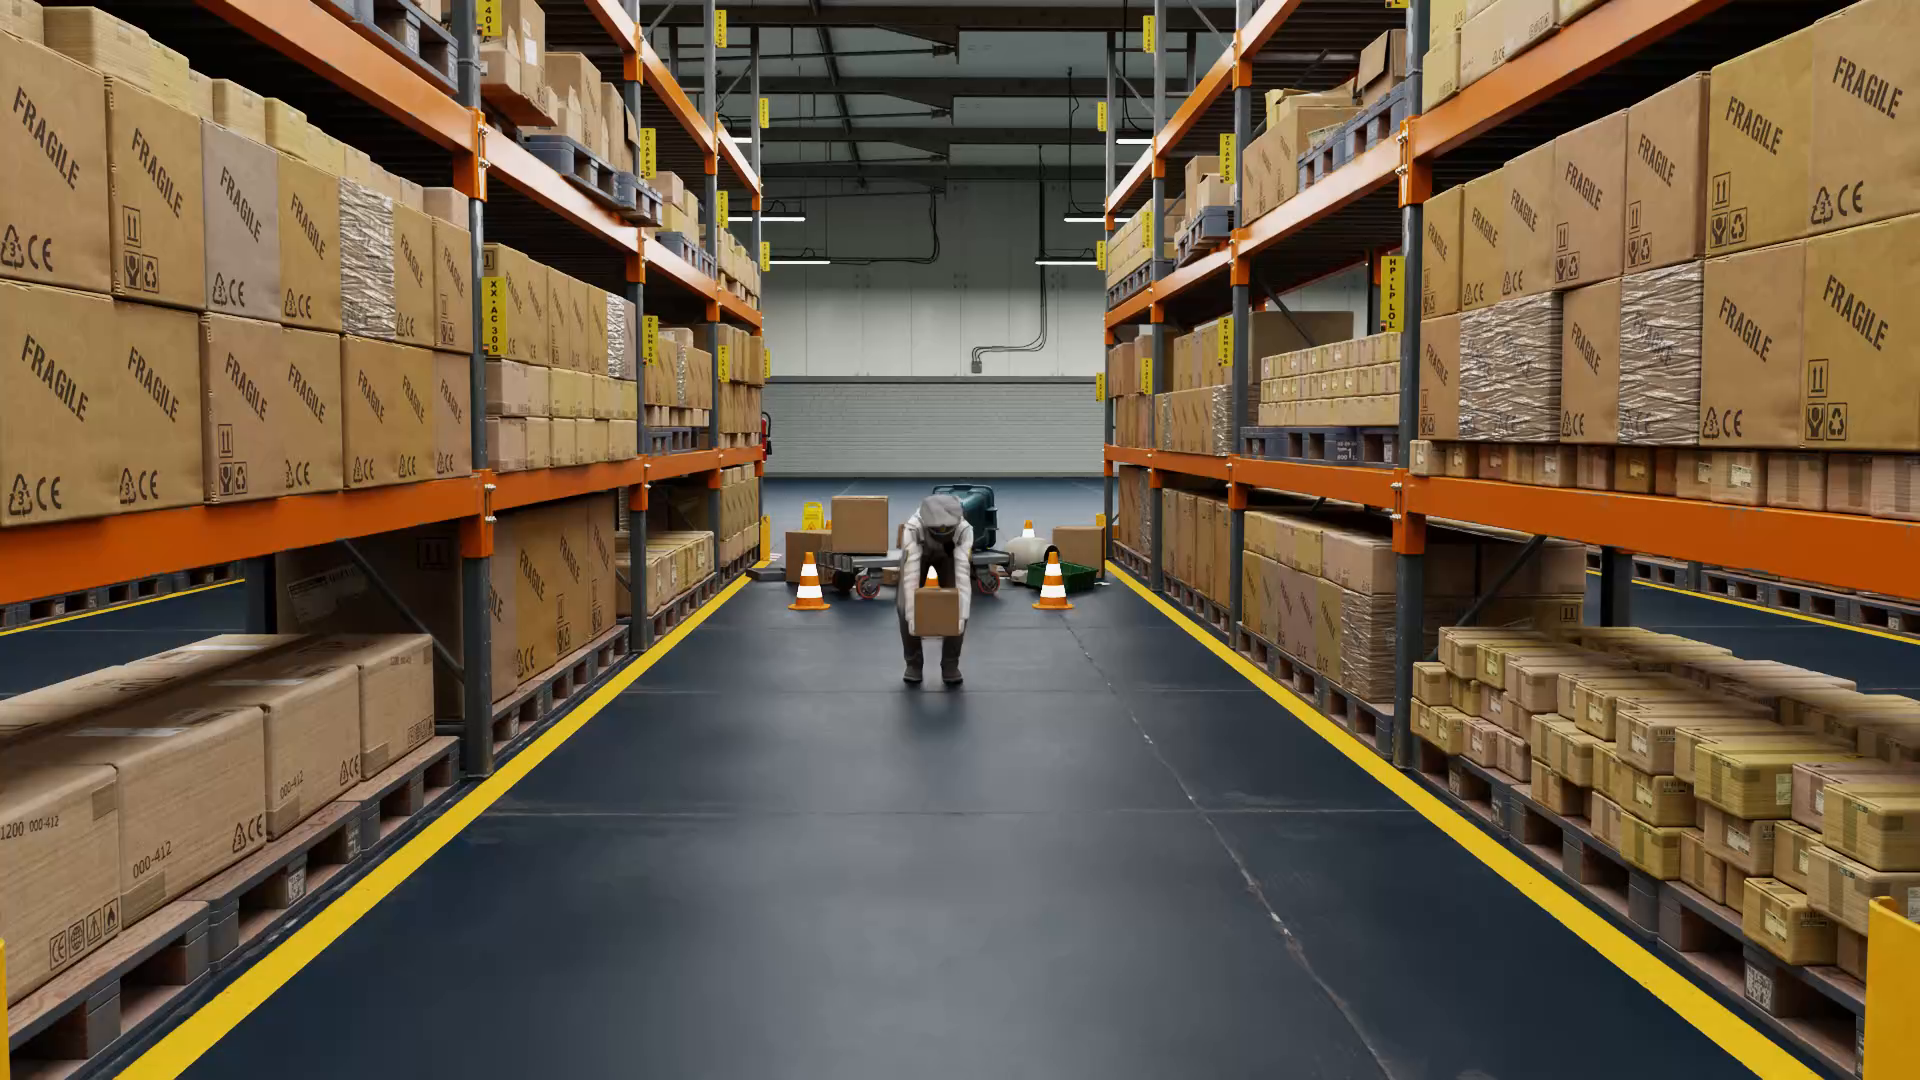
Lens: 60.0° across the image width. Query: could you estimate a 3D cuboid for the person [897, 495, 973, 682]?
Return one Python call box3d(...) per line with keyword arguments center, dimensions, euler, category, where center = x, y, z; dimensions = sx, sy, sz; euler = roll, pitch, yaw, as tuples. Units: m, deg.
box3d(center=(-0.146, 0.286, 9.760), dimensions=(0.439, 1.128, 0.916), euler=(0, 4, -4), category="person")
